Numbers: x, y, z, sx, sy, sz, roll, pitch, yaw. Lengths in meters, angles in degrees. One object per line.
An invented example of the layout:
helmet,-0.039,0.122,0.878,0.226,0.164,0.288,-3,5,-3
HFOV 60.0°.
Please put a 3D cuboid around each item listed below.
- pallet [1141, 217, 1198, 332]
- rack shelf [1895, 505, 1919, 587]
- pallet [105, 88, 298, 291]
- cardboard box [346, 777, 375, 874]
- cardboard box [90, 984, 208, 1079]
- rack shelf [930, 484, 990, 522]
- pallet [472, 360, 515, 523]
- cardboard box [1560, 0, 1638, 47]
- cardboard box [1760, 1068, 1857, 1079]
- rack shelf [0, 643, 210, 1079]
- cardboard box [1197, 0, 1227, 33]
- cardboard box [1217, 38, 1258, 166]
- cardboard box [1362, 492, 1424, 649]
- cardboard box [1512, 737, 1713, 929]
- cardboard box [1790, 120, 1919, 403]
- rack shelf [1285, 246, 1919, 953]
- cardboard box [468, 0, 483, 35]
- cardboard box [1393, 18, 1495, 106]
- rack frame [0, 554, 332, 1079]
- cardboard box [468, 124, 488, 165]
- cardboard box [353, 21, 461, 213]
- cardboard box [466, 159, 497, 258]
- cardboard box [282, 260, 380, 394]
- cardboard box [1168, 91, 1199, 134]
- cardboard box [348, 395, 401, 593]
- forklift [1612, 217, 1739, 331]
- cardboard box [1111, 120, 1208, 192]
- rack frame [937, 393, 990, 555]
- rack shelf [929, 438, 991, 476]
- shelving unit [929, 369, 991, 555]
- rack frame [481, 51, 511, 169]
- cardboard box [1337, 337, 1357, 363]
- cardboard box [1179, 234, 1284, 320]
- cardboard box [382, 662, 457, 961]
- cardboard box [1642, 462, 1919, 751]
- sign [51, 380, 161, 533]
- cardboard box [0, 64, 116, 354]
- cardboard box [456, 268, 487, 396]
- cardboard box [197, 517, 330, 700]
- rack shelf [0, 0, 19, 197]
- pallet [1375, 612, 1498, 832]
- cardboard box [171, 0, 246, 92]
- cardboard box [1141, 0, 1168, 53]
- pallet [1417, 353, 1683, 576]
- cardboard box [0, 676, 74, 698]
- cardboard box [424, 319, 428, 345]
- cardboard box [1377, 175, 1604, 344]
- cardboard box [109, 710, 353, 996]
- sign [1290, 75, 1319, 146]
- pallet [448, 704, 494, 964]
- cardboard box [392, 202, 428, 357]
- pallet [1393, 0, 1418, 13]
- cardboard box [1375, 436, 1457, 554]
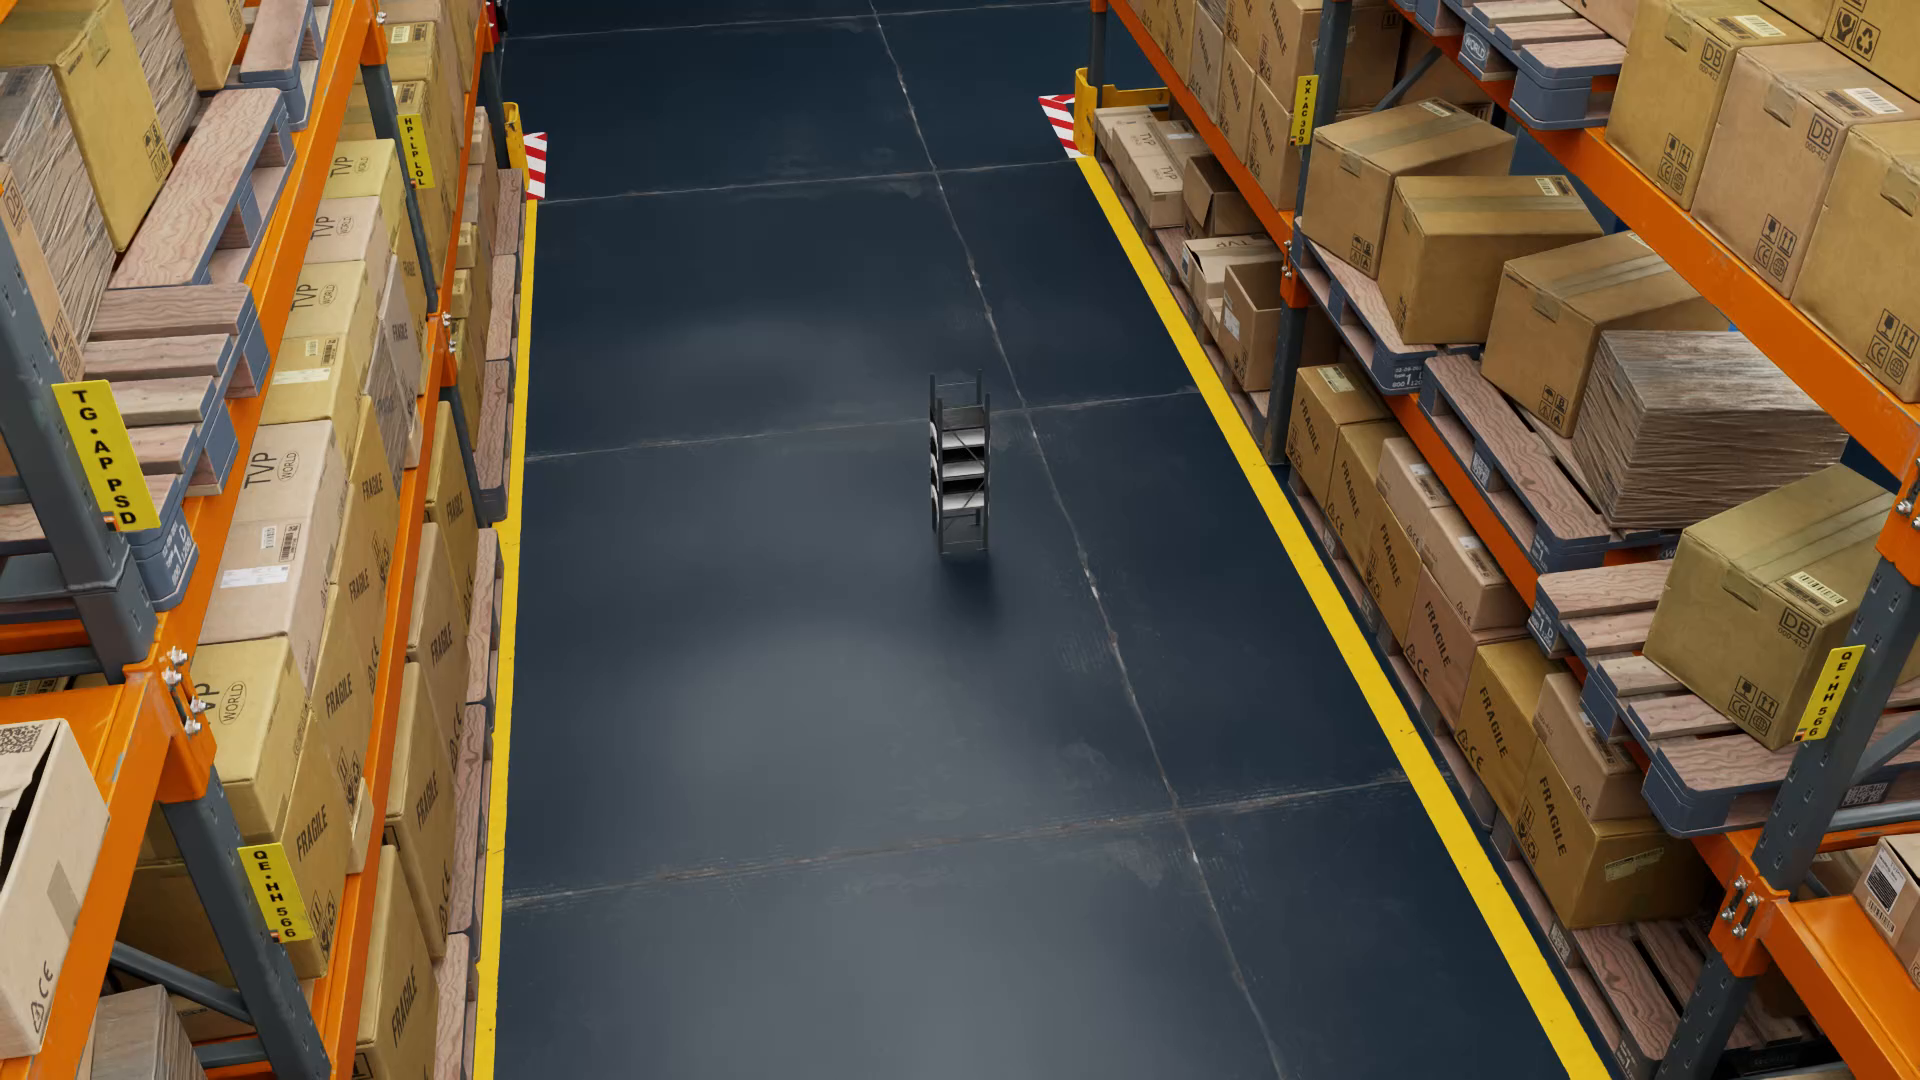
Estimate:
pallet,1.748,-1.706,10.174,1.003,0.211,1.213,-6,38,-8
rack shelf,3.137,1.070,2.469,1.077,0.370,4.000,-6,38,-8
pallet,-2.454,-0.871,4.535,1.003,0.211,1.213,-5,38,-6
cardboard box,-1.919,0.842,4.810,0.380,0.149,0.250,-5,38,-7
cardboard box,-1.998,1.367,3.505,0.700,0.500,0.500,-11,39,-13
rack shelf,-0.001,-0.192,8.011,0.258,0.077,0.200,-6,38,-8
pallet,-2.848,-0.485,8.602,1.003,0.211,1.213,-6,38,-8
cardboard box,2.337,-1.966,5.285,0.600,0.600,0.600,-8,38,-10
cardboard box,2.589,1.809,4.819,0.500,0.311,0.500,-5,38,-6
rack shelf,-1.739,1.605,1.781,1.077,0.370,4.000,-6,38,-8
cardboard box,1.561,-2.979,8.643,0.500,0.500,0.500,-6,38,-8
cardboard box,1.653,-2.279,8.557,0.500,0.500,0.500,-5,38,-7
cardboard box,2.115,0.102,7.253,0.500,0.500,0.500,-6,38,-7
cardboard box,2.391,1.036,6.050,0.500,0.500,0.500,-5,38,-6
cardboard box,2.677,-0.722,4.107,0.910,0.500,0.500,-6,38,-8
rack shelf,2.436,-0.162,6.499,1.077,0.370,4.000,-6,38,-8
cardboard box,-3.393,-3.346,9.768,0.980,0.700,0.700,-5,38,-6
cardboard box,2.279,-2.403,7.902,0.500,0.500,0.500,-5,38,-7
rack frame,-2.090,1.297,4.035,1.000,3.000,0.127,-6,38,-8
cardboard box,-3.024,-2.345,9.890,0.380,0.149,0.250,-5,38,-7
cardboard box,-2.993,-2.008,8.045,0.980,0.700,0.700,-7,38,-9
cardboard box,-3.184,-1.999,9.973,0.700,0.500,0.500,-6,38,-8
cardboard box,-2.288,-0.707,5.664,0.500,0.250,0.500,-6,38,-7
cardboard box,1.722,-2.954,11.187,0.500,0.500,0.500,-6,38,-8
cardboard box,-2.191,-0.119,5.518,0.500,0.500,0.500,-5,38,-7
forklift,5.197,-2.194,8.585,3.031,2.935,1.130,-3,38,-4
cardboard box,1.287,-2.497,10.801,0.500,0.250,0.500,-6,38,-8
rack frame,0.016,-0.299,7.801,0.240,0.900,0.006,-6,38,-8
rack shelf,-0.001,-0.405,7.845,0.258,0.077,0.200,-6,38,-8
shelving unit,-0.001,-0.360,7.880,0.258,0.900,0.210,-6,38,-8
rack frame,-3.493,-3.535,10.255,1.000,3.000,0.127,-6,38,-8
cardboard box,2.224,-1.043,8.880,0.500,0.311,0.500,-6,38,-8
cardboard box,1.574,-1.532,9.510,0.500,0.311,0.500,-6,38,-8
cardboard box,-2.237,0.992,5.838,0.750,0.750,0.750,-6,38,-8
cardboard box,2.565,0.189,5.038,0.700,0.500,0.500,-19,42,-23
sign,-1.555,-0.149,3.030,0.100,0.325,0.005,-6,38,-8
cardboard box,-2.376,-0.702,3.723,0.700,0.500,0.500,-8,39,-10
cardboard box,-2.906,-1.064,8.770,0.700,0.500,0.500,-7,38,-8
cardboard box,-2.011,0.210,4.483,0.500,0.250,0.500,-7,38,-9
rack shelf,-2.441,-1.838,4.093,1.077,0.370,4.000,-6,38,-8
pallet,2.482,0.673,7.112,1.003,0.211,1.213,-6,38,-8
cardboard box,-2.584,-1.644,4.936,0.700,0.500,0.500,-7,38,-9
cardboard box,1.383,-3.198,9.740,0.500,0.500,0.500,-6,38,-8
pallet,2.441,-0.336,6.294,1.003,0.211,1.213,-6,38,-8
cardboard box,-2.425,0.590,3.994,0.500,0.250,0.500,-5,38,-7
cardboard box,-2.453,-0.854,6.992,0.380,0.149,0.250,-6,38,-8
cardboard box,2.131,-1.140,6.749,0.700,0.500,0.500,-1,38,-1
cardboard box,-1.923,0.812,4.320,0.500,0.500,0.500,-5,38,-7
sign,1.552,-1.933,7.487,0.100,0.325,0.005,-6,38,-8
pallet,-2.365,1.179,6.460,1.003,0.211,1.213,-6,38,-8
cardboard box,-2.462,-1.032,6.693,0.500,0.500,0.500,-7,38,-9
pallet,2.130,-2.363,6.454,1.213,0.211,1.003,-6,38,-8
cardboard box,2.105,-0.214,7.048,0.500,0.250,0.500,-6,38,-8
